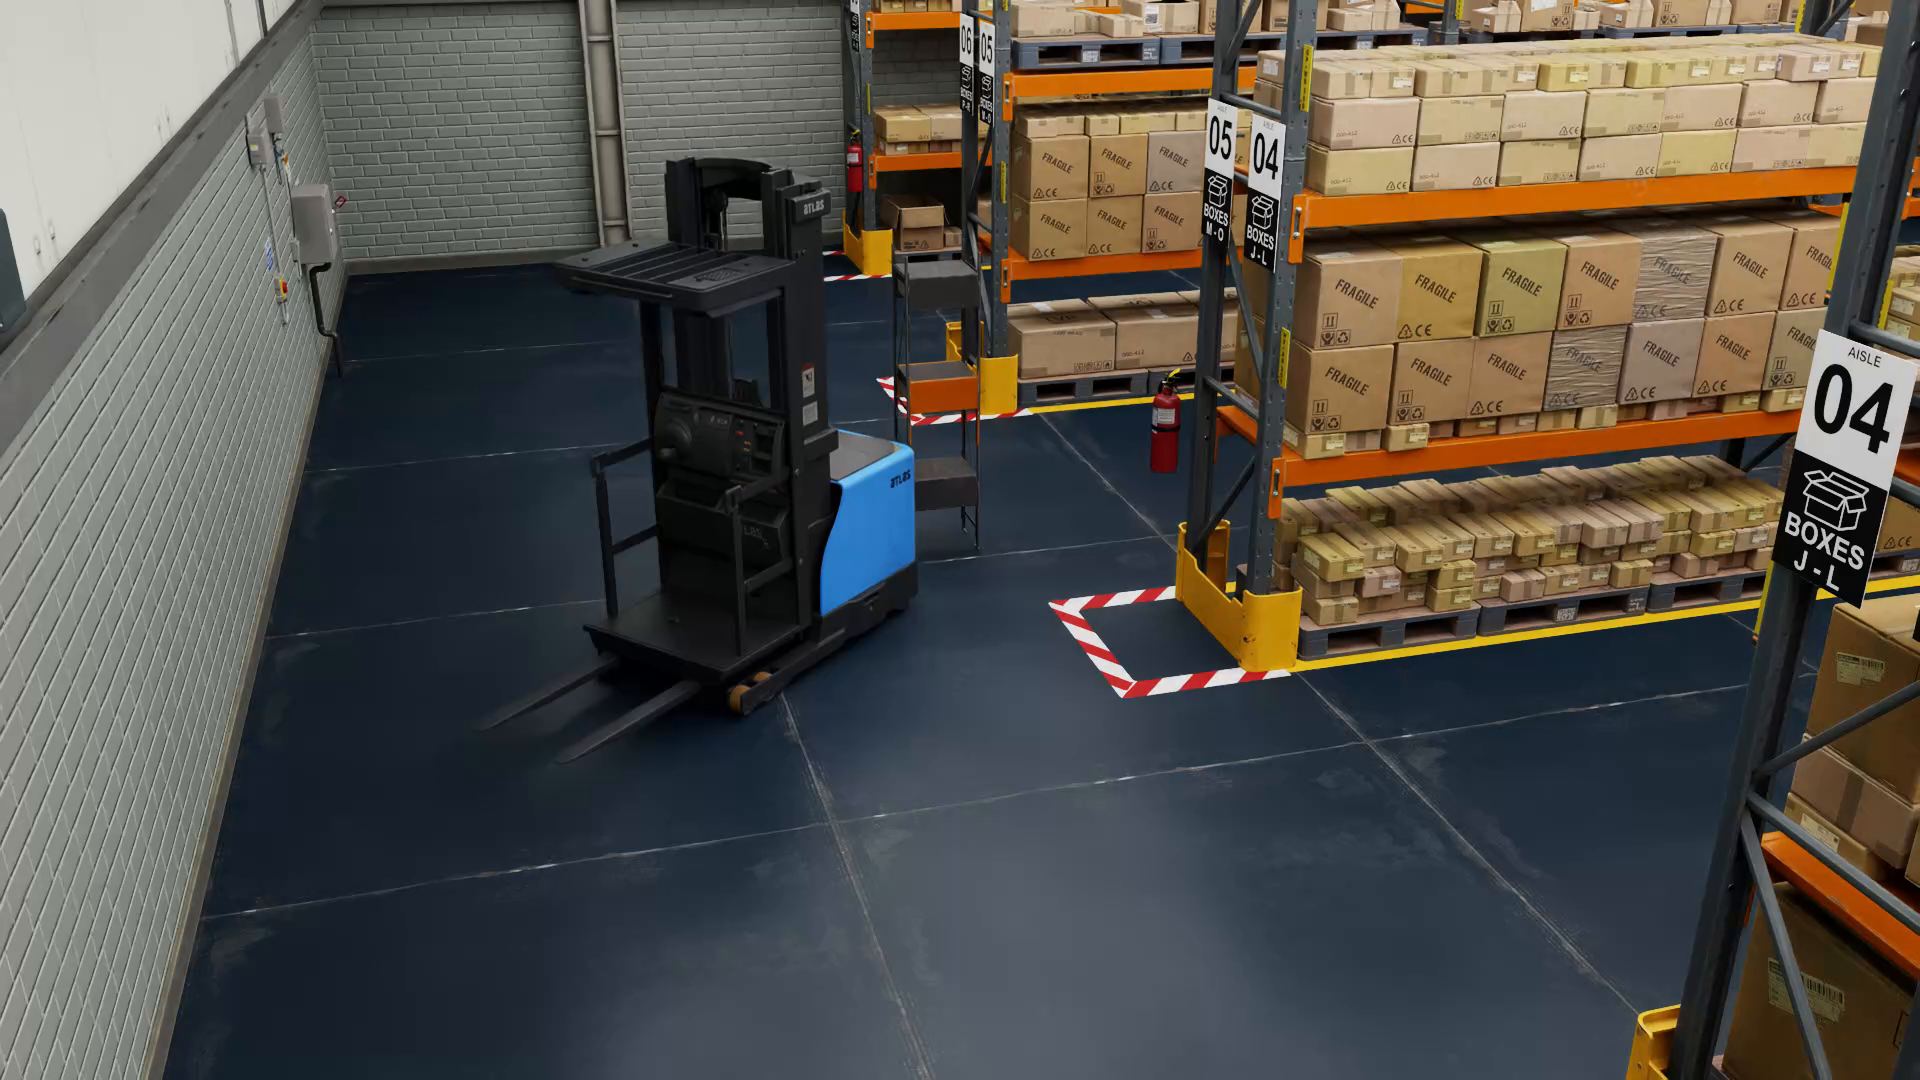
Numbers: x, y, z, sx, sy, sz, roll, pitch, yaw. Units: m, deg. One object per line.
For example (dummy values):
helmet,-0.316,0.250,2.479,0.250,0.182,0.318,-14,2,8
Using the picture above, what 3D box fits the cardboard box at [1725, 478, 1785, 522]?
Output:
cardboard box,5.221,-0.260,10.879,0.250,0.149,0.380,-6,24,-13

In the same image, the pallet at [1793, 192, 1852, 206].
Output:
pallet,8.567,-3.563,16.493,1.003,0.211,1.213,-6,24,-14

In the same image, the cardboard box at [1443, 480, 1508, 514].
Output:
cardboard box,3.349,-0.243,10.840,0.250,0.149,0.380,-7,24,-16

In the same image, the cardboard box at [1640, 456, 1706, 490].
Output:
cardboard box,4.824,-0.431,11.280,0.250,0.149,0.380,-5,24,-12

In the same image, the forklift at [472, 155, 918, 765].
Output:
forklift,-1.495,-0.567,9.355,1.130,2.935,3.031,14,27,30

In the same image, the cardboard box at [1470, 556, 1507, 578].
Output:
cardboard box,3.212,0.090,10.441,0.250,0.149,0.380,-7,24,-17

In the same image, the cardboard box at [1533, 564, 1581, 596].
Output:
cardboard box,3.718,0.199,10.565,0.250,0.149,0.380,-6,24,-14

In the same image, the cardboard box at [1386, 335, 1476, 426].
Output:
cardboard box,2.657,-1.006,9.787,0.500,0.500,0.500,-6,24,-14

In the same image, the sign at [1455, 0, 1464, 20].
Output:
sign,4.210,-4.551,13.991,0.005,0.325,0.100,-6,24,-14

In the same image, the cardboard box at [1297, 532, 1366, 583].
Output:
cardboard box,2.238,0.103,10.035,0.250,0.149,0.380,-7,24,-17

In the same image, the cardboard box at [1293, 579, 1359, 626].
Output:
cardboard box,2.233,0.369,10.169,0.250,0.149,0.380,-6,24,-13

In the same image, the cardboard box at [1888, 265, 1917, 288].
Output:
cardboard box,6.085,-1.737,11.025,0.250,0.149,0.380,-7,24,-16

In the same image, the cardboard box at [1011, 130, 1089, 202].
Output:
cardboard box,0.746,-3.131,13.848,0.500,0.500,0.500,-7,24,-16

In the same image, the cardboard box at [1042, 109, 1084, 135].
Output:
cardboard box,0.857,-3.474,13.824,0.250,0.149,0.380,-6,24,-13

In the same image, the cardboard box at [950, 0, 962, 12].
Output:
cardboard box,-0.003,-5.822,18.028,0.250,0.149,0.380,-6,24,-13

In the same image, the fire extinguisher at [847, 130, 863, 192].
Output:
fire extinguisher,-1.154,-4.169,18.232,0.183,0.674,0.296,-6,24,-14

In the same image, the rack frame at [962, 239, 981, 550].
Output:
rack frame,0.076,-0.973,11.355,0.015,2.100,0.400,-6,24,-14

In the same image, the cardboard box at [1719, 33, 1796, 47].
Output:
cardboard box,4.876,-3.007,10.201,0.250,0.149,0.380,-7,24,-17

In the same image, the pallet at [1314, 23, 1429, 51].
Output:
pallet,3.268,-4.363,14.423,1.213,0.211,1.003,-6,24,-14

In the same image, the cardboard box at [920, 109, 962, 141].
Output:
cardboard box,-0.142,-4.634,18.559,0.500,0.250,0.500,-6,24,-14

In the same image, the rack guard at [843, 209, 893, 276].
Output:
rack guard,-1.064,-3.426,19.101,0.348,0.500,1.175,-6,24,-14

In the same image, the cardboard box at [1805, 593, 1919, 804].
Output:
cardboard box,3.282,0.516,5.606,0.500,0.500,0.500,-6,24,-14

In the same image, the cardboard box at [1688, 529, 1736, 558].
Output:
cardboard box,4.765,-0.037,10.737,0.250,0.149,0.380,-7,24,-16

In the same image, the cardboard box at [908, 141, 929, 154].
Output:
cardboard box,-0.514,-4.427,18.581,0.250,0.149,0.380,-6,24,-13

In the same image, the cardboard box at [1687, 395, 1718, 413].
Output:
cardboard box,4.522,-0.929,10.430,0.250,0.149,0.380,-7,24,-16

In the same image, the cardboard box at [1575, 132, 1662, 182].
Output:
cardboard box,3.643,-2.239,9.551,0.500,0.250,0.500,-6,24,-15

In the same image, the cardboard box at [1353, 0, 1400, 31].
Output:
cardboard box,3.530,-4.475,14.082,0.258,0.266,0.396,-6,24,-13

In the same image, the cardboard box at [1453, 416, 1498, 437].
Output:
cardboard box,3.030,-0.759,10.033,0.250,0.149,0.380,-7,24,-15

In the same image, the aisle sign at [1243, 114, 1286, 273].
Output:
aisle sign,1.652,-1.887,9.047,0.004,0.787,0.394,-6,24,-14

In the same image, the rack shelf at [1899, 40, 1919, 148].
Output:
rack shelf,4.810,-1.376,4.964,4.000,0.370,1.077,-6,24,-14

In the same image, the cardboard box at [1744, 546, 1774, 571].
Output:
cardboard box,5.207,0.048,10.917,0.250,0.149,0.380,-6,24,-14

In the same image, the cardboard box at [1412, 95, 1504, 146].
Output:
cardboard box,2.637,-2.357,9.192,0.500,0.250,0.500,-7,24,-15

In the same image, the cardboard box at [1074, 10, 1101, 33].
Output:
cardboard box,0.998,-4.342,13.920,0.250,0.149,0.380,-8,25,-18

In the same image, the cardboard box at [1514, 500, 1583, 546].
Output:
cardboard box,3.716,-0.108,10.526,0.250,0.149,0.380,-6,24,-14

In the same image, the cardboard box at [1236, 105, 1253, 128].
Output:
cardboard box,2.367,-3.614,14.152,0.250,0.149,0.380,-6,24,-14

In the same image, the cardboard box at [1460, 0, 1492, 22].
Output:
cardboard box,4.850,-4.813,14.939,0.500,0.311,0.500,-6,24,-14

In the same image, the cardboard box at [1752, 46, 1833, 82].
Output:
cardboard box,4.790,-2.751,9.605,0.250,0.149,0.380,-6,24,-14

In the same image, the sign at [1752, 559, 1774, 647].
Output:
sign,2.751,0.231,5.638,0.005,0.325,0.100,-6,24,-14

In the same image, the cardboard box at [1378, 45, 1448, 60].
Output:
cardboard box,2.618,-2.769,9.647,0.250,0.149,0.380,-6,24,-14

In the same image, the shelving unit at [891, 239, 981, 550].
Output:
shelving unit,-0.159,-0.947,11.295,0.503,2.100,0.431,-6,24,-14

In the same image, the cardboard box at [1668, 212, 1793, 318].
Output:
cardboard box,4.617,-1.672,10.071,0.500,0.500,0.500,-7,24,-16

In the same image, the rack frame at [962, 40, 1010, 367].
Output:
rack frame,0.207,-2.683,14.198,0.127,3.000,1.000,-6,24,-14

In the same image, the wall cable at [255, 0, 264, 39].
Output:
wall cable,-5.394,-5.012,12.020,0.029,3.000,2.355,-6,24,-14

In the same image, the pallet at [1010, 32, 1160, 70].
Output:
pallet,0.919,-4.103,13.817,1.213,0.211,1.003,-6,24,-14

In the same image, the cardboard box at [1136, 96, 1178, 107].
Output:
cardboard box,1.712,-3.757,14.485,0.250,0.149,0.380,-6,24,-13

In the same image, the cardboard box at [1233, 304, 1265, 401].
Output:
cardboard box,2.005,-1.142,10.104,0.500,0.500,0.500,-6,24,-13

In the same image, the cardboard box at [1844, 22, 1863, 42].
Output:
cardboard box,8.259,-4.767,15.570,0.250,0.149,0.380,-6,24,-14

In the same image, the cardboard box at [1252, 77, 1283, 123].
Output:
cardboard box,2.016,-2.499,9.522,0.500,0.250,0.500,-7,24,-16

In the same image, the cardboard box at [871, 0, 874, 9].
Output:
cardboard box,-0.892,-5.952,18.331,0.250,0.149,0.380,-6,24,-13

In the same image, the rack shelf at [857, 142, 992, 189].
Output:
rack shelf,0.788,-4.449,19.227,4.000,0.370,1.077,-6,24,-14

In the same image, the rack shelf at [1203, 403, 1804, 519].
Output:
rack shelf,3.567,-0.696,10.481,4.000,0.370,1.077,-6,24,-14

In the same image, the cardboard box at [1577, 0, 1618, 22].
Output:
cardboard box,5.839,-4.831,15.165,0.250,0.166,0.380,-4,24,-10

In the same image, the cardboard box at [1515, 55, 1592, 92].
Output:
cardboard box,3.280,-2.591,9.232,0.250,0.149,0.380,-6,24,-13

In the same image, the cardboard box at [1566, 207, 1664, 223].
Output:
cardboard box,4.004,-1.824,10.424,0.500,0.500,0.500,-6,24,-13

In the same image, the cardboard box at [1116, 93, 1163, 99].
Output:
cardboard box,2.164,-5.110,19.669,0.500,0.250,0.500,-7,24,-15

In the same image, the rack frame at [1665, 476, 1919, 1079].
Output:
rack frame,2.884,1.080,5.429,0.127,3.000,1.000,-6,24,-14
